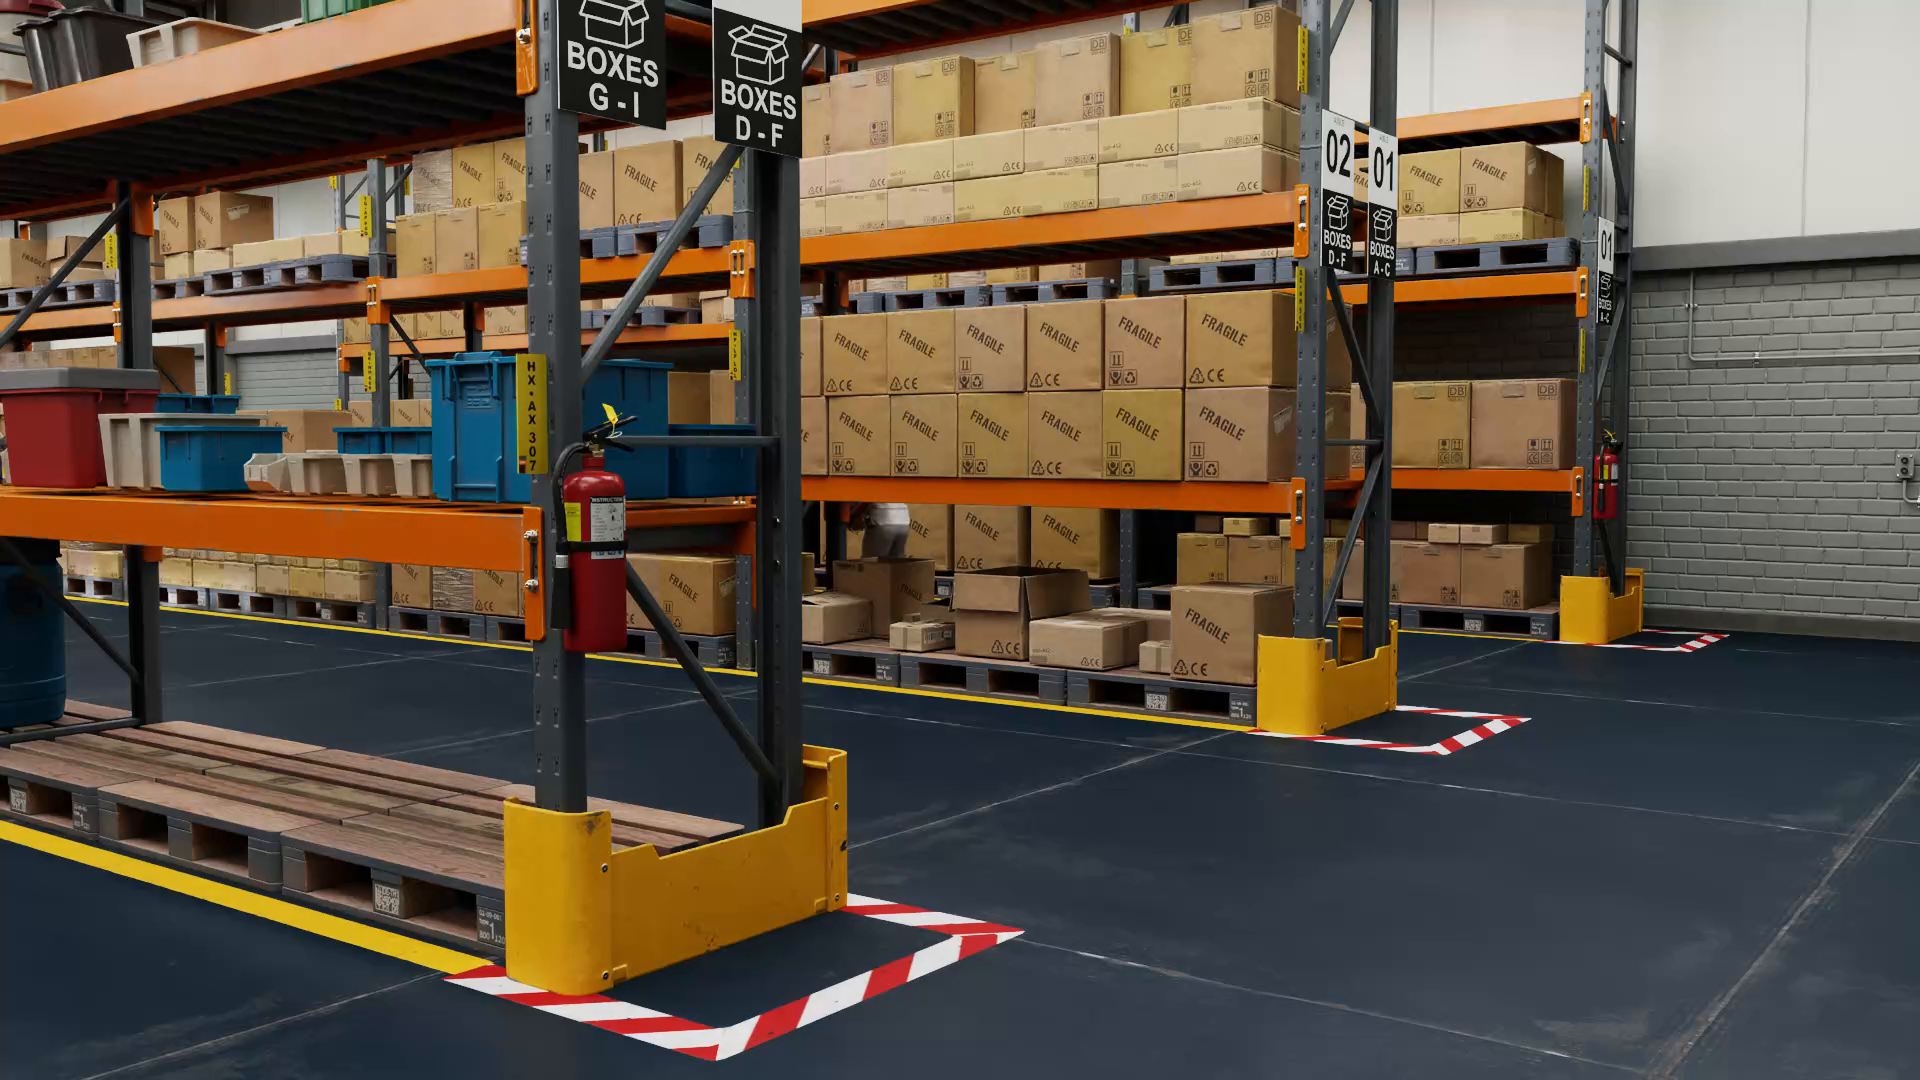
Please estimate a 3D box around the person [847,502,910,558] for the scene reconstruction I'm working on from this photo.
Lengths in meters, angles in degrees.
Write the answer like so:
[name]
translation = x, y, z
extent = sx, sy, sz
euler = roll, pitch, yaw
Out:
[person]
translation = -0.645, -0.086, 12.851
extent = 0.503, 1.692, 0.468
euler = 2, 4, 34
